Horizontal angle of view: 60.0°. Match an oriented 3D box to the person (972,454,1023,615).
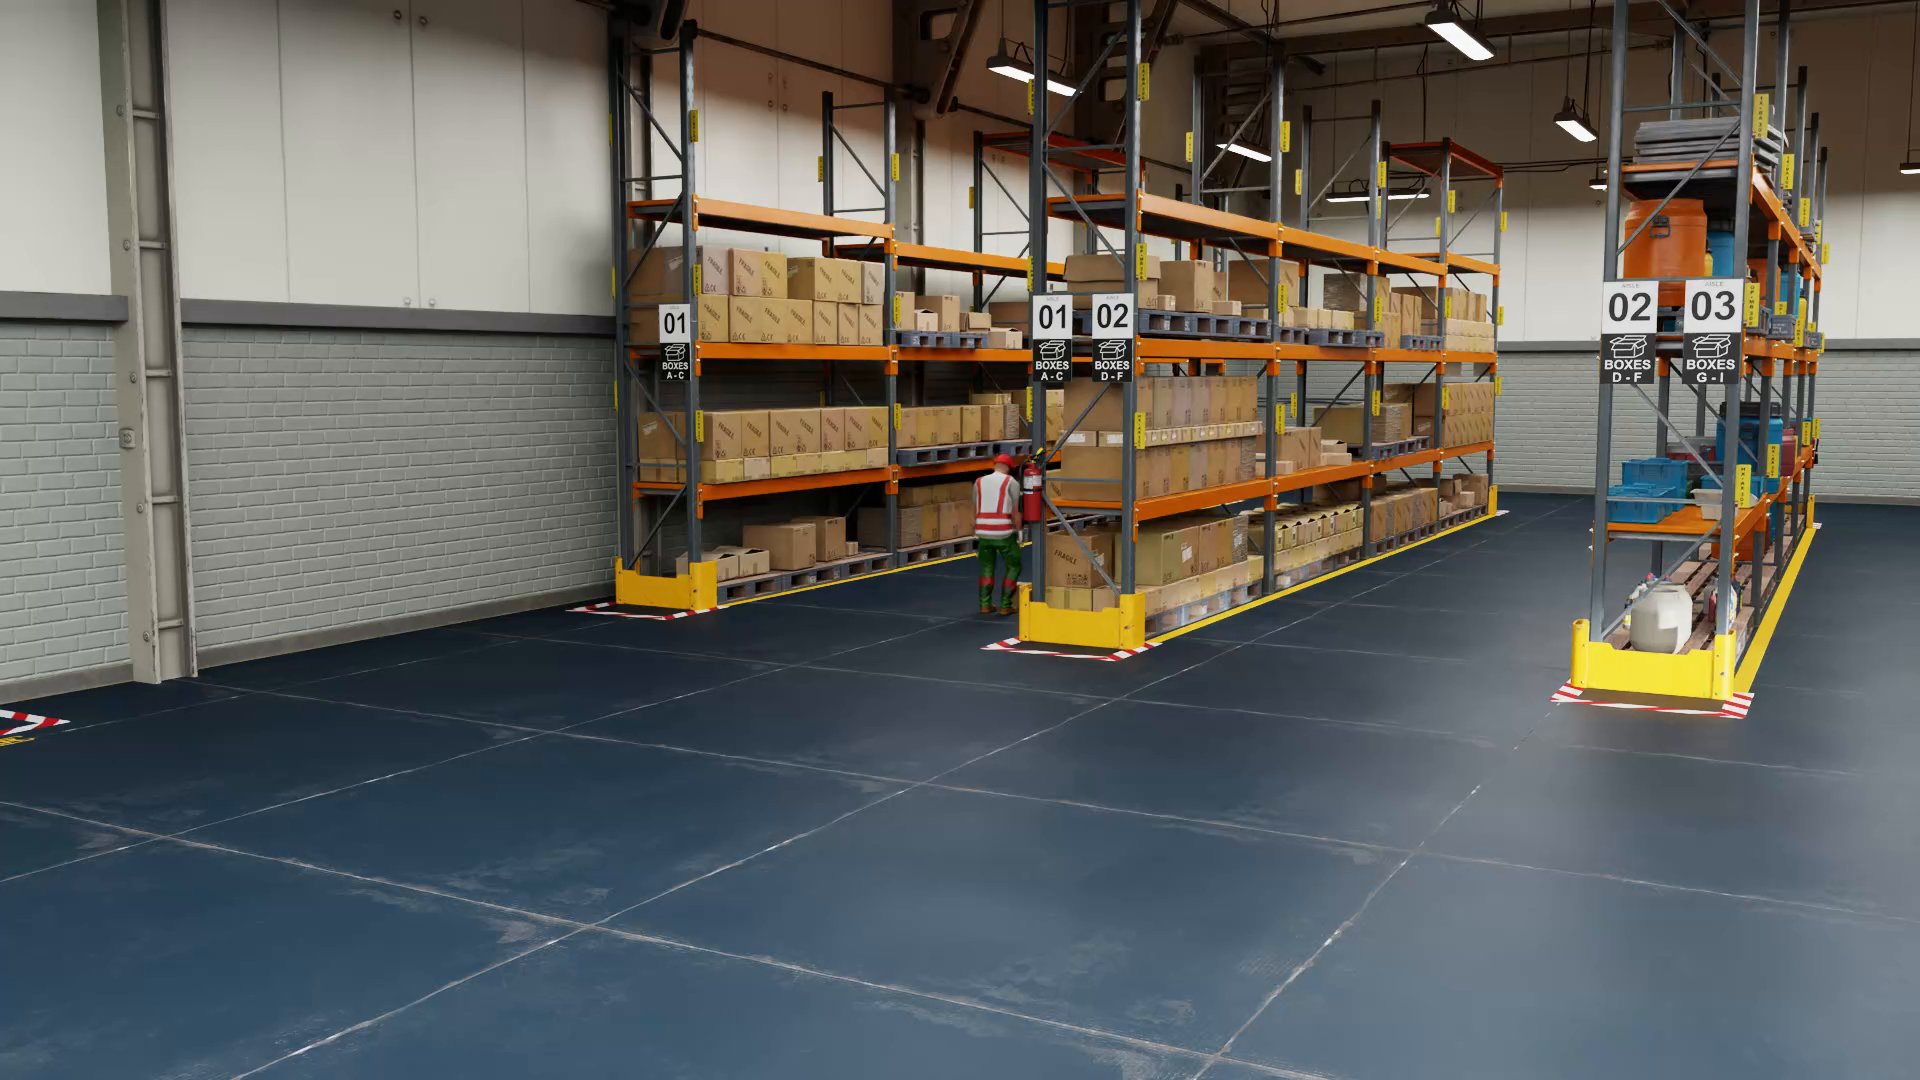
[{"bbox_3d":[0.386,-0.066,17.305,0.564,1.647,0.580,3,7,30],"label":"person"}]
